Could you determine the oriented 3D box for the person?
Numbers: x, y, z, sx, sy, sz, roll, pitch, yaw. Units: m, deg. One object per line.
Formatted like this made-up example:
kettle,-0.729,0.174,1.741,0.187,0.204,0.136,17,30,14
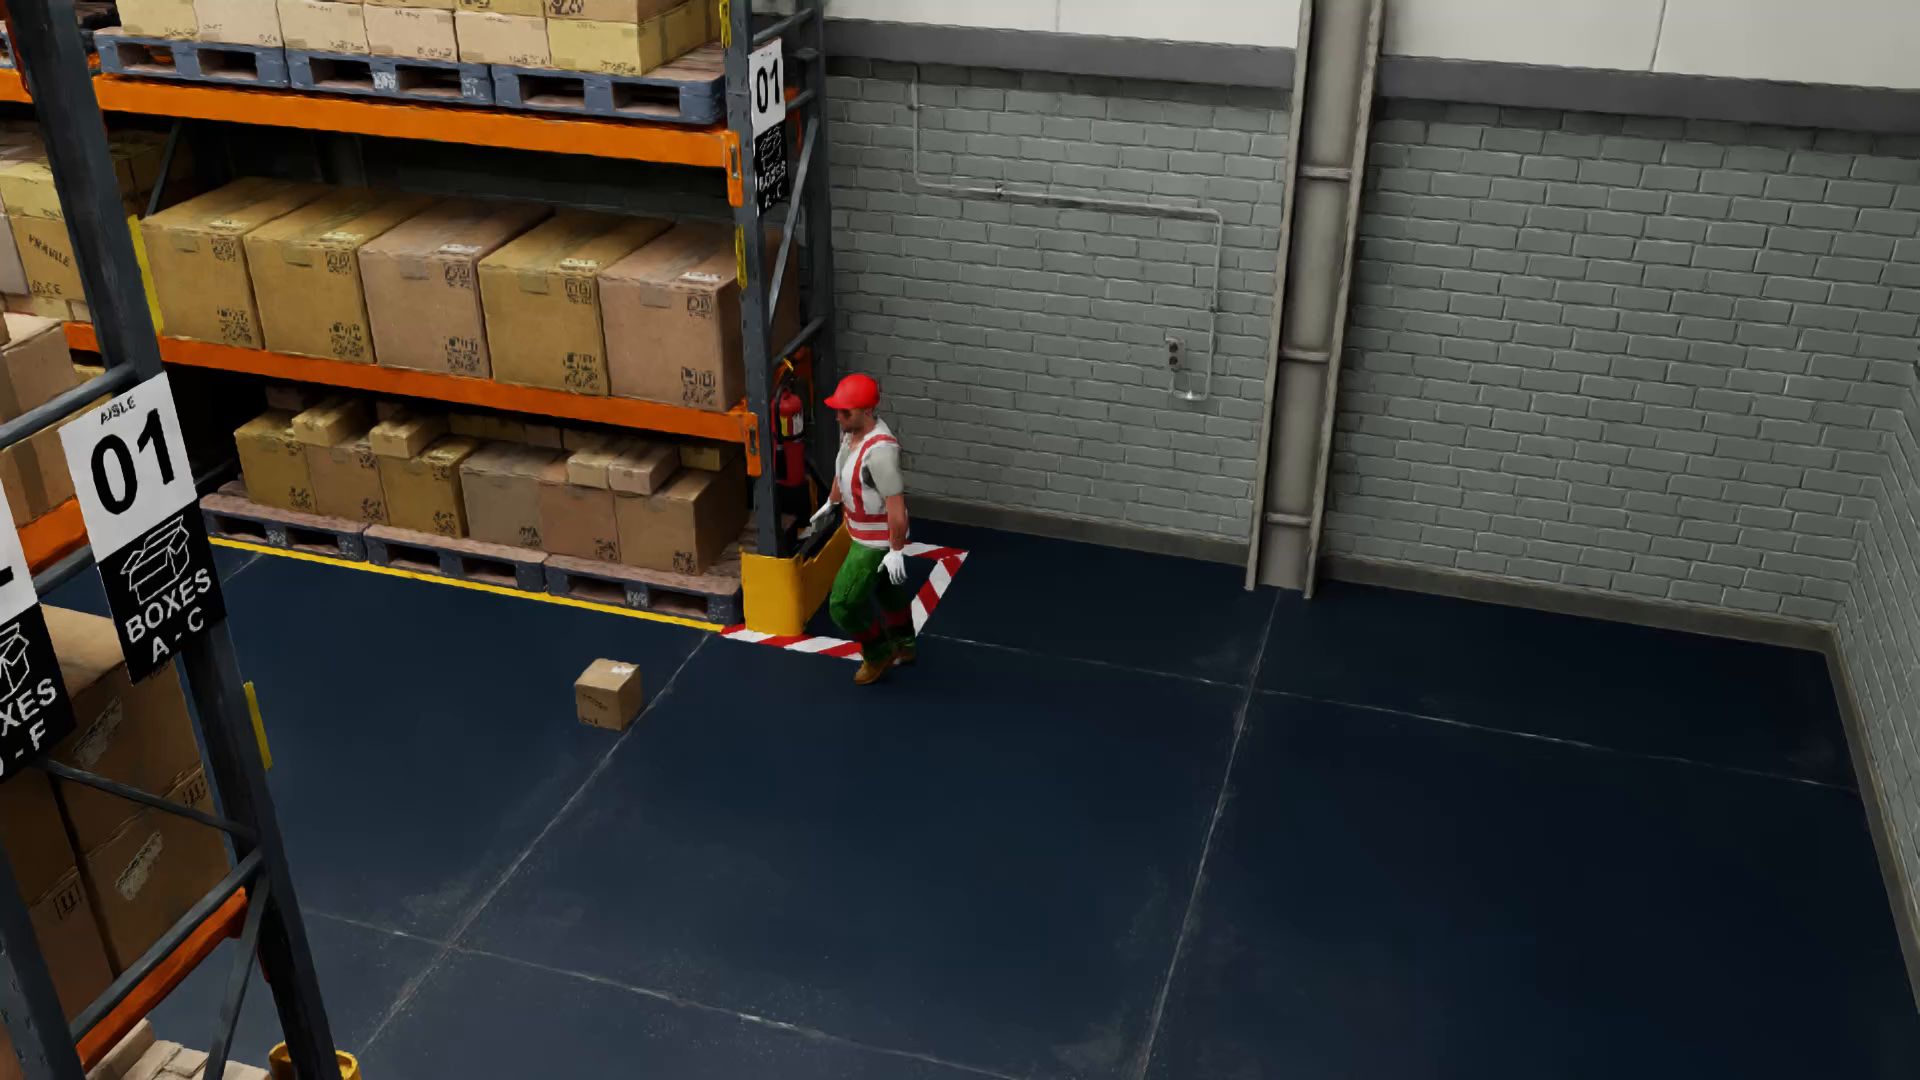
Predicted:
person,-0.458,-0.027,8.523,0.538,1.795,0.711,-9,30,-15
